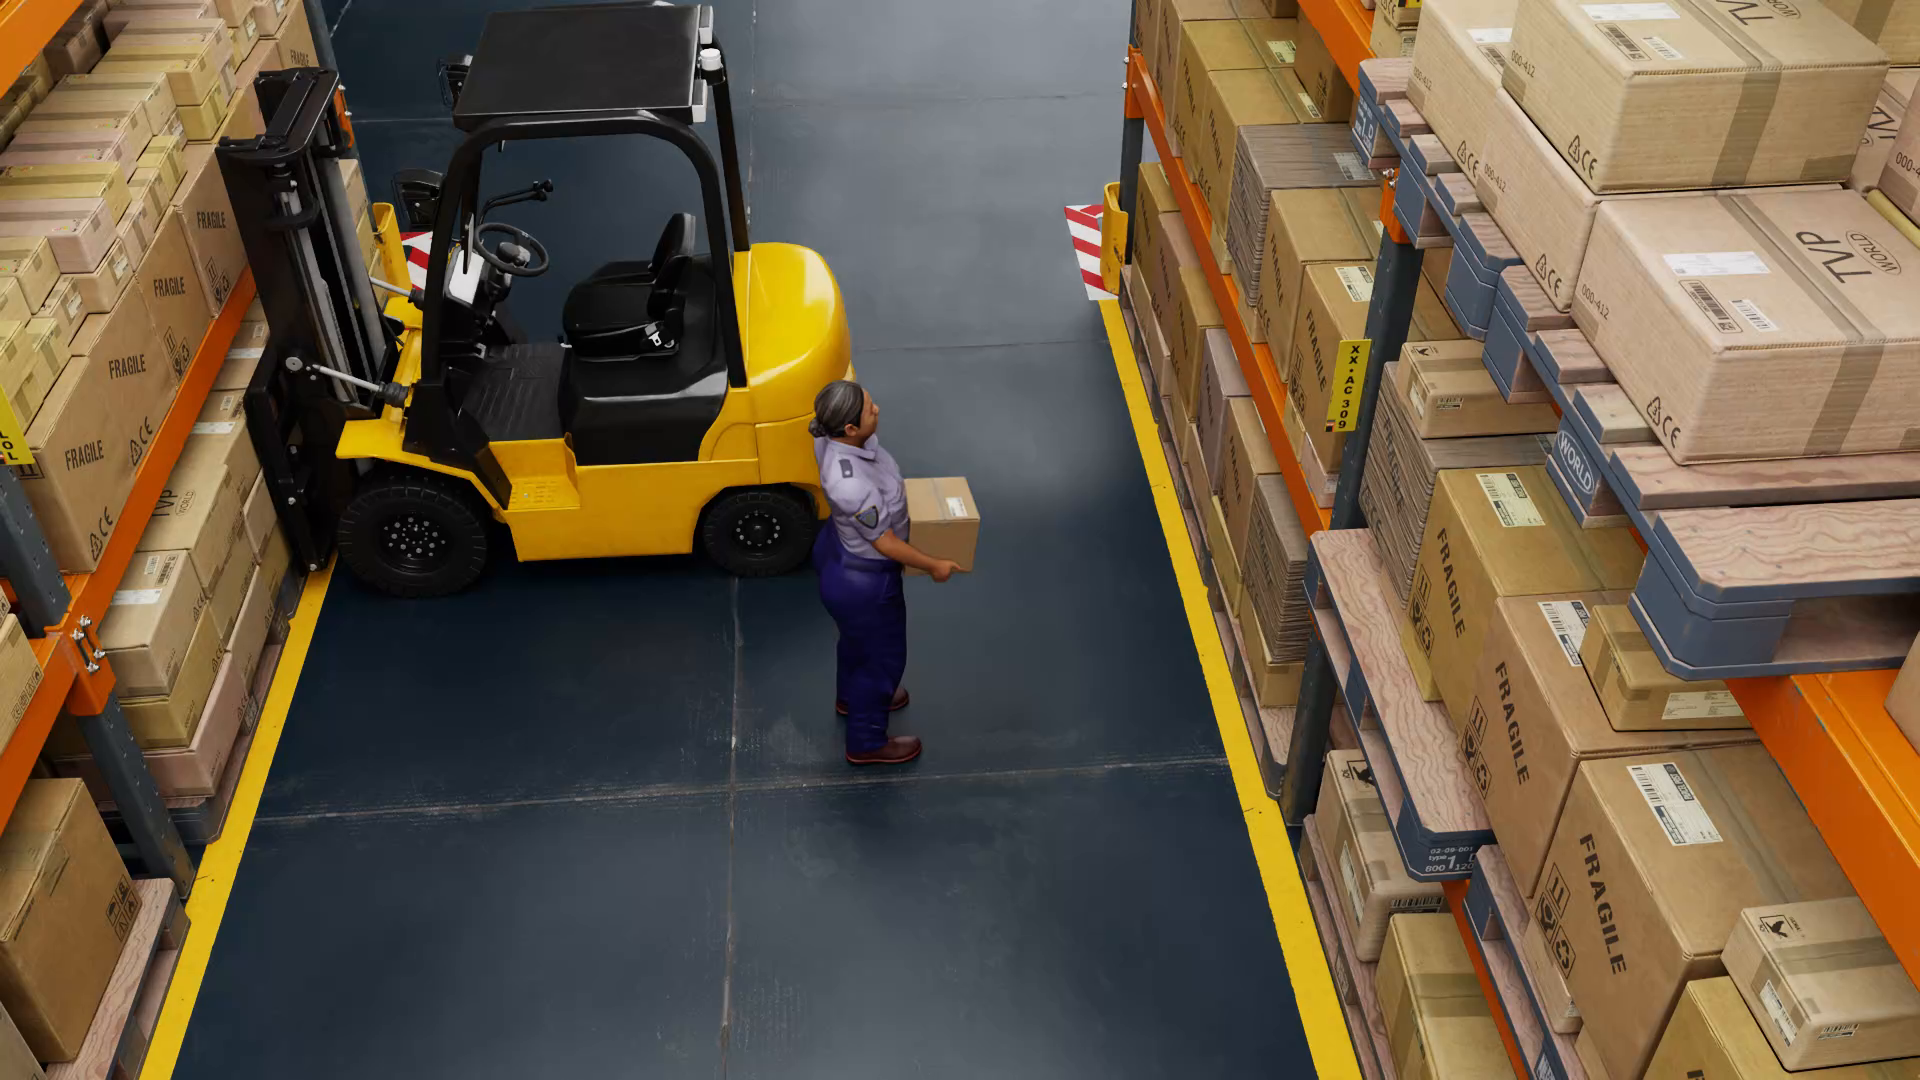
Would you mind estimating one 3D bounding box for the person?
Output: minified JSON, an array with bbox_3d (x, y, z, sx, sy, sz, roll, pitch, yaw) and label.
[{"bbox_3d":[-0.270,0.103,6.049,0.516,1.643,0.451,-8,40,-10],"label":"person"}]
